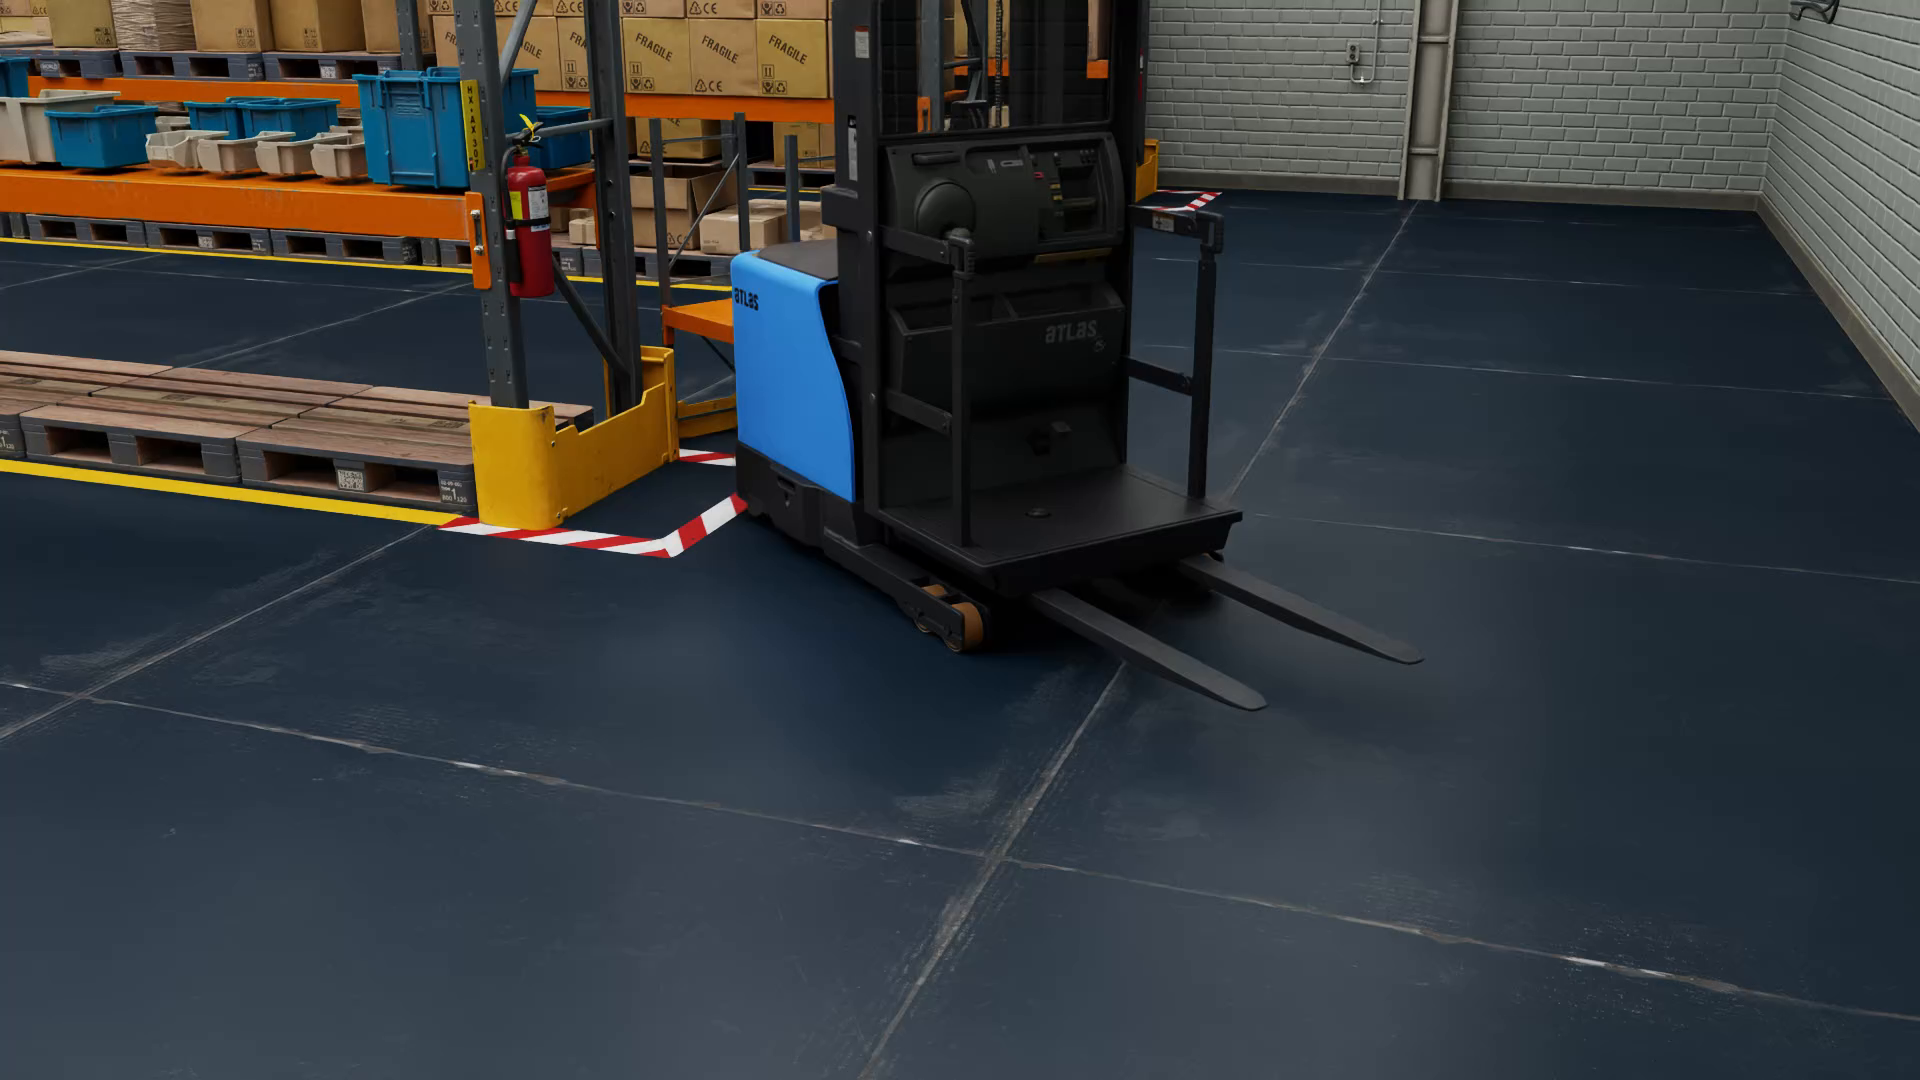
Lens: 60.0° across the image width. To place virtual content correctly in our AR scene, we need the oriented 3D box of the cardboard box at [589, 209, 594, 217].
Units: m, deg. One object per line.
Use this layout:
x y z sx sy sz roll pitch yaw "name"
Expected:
-2.466 -2.502 12.613 0.500 0.311 0.500 7 20 18 "cardboard box"

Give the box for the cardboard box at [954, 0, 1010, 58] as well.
0.419 -4.995 15.894 0.700 0.700 0.980 6 20 18 "cardboard box"

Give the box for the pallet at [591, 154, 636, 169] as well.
-4.094 -4.033 17.826 1.213 0.211 1.003 7 20 18 "pallet"

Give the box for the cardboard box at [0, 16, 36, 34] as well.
-10.756 -5.975 19.357 0.500 0.250 0.500 7 20 18 "cardboard box"

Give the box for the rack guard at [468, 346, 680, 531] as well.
-1.630 -0.467 7.158 0.348 0.500 1.175 7 20 18 "rack guard"

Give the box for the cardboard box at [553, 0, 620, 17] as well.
-2.480 -3.888 11.502 0.500 0.500 0.500 6 20 16 "cardboard box"

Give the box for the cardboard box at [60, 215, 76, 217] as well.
-7.248 -2.940 13.582 0.500 0.500 0.500 7 21 20 "cardboard box"

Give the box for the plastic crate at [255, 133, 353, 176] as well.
-2.755 -1.618 6.970 0.243 0.136 0.396 7 20 18 "plastic crate"

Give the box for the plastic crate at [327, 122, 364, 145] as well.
-2.698 -1.813 7.529 0.298 0.136 0.250 7 20 18 "plastic crate"

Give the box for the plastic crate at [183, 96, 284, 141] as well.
-3.309 -1.899 7.631 0.300 0.233 0.416 7 20 18 "plastic crate"

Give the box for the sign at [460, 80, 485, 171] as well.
-1.822 -1.551 6.220 0.005 0.325 0.100 7 20 18 "sign"

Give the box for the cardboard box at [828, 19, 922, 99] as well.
-0.540 -3.197 11.039 0.500 0.500 0.500 7 20 20 "cardboard box"

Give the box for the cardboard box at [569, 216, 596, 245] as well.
-2.660 -2.285 12.211 0.250 0.166 0.380 7 20 18 "cardboard box"

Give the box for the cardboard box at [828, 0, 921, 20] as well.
-0.538 -3.668 10.871 0.500 0.500 0.500 6 20 18 "cardboard box"

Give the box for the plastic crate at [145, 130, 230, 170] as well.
-3.312 -1.666 7.109 0.250 0.136 0.298 7 20 18 "plastic crate"

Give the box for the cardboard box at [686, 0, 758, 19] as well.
-1.507 -3.777 11.183 0.500 0.500 0.500 7 20 20 "cardboard box"

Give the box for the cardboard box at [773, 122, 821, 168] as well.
-1.511 -4.064 16.838 0.500 0.500 0.700 7 20 19 "cardboard box"

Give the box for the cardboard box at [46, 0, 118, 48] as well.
-6.953 -4.263 13.458 0.500 0.500 0.700 0 19 0 "cardboard box"

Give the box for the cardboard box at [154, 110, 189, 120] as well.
-6.569 -3.399 13.760 0.500 0.250 0.500 7 21 20 "cardboard box"

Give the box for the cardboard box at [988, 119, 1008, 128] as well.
0.428 -3.843 16.204 0.500 0.500 0.700 6 20 18 "cardboard box"

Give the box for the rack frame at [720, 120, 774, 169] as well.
-2.184 -5.159 16.819 0.127 3.000 1.000 7 20 18 "rack frame"

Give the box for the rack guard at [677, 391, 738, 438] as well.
-1.180 -0.629 8.001 0.587 0.250 0.087 -16 25 -39 "rack guard"

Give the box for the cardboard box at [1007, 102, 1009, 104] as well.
0.605 -4.199 16.238 0.250 0.149 0.380 7 20 18 "cardboard box"

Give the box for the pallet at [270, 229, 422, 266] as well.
-4.587 -2.377 13.076 1.213 0.211 1.003 7 20 18 "pallet"

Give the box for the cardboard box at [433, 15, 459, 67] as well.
-3.414 -3.526 11.982 0.500 0.500 0.500 7 20 19 "cardboard box"

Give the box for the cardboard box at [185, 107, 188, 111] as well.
-8.535 -4.936 19.308 0.500 0.500 0.700 6 20 17 "cardboard box"

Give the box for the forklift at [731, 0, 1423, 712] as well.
0.282 -1.187 5.529 1.130 2.935 3.031 -12 22 -30 "forklift"

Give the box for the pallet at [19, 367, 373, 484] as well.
-3.571 -0.563 7.871 1.213 0.211 1.003 7 20 18 "pallet"

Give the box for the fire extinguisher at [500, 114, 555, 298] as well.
-1.663 -1.276 6.364 0.183 0.674 0.296 7 20 18 "fire extinguisher"

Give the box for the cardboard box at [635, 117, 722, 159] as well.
-2.841 -4.372 17.189 0.750 0.750 0.750 7 20 19 "cardboard box"

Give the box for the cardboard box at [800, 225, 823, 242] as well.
-0.975 -2.110 11.708 0.250 0.166 0.380 7 20 18 "cardboard box"

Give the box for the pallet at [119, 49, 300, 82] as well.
-5.746 -3.751 13.072 1.213 0.211 1.003 7 20 18 "pallet"

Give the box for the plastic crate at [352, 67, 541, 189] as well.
-2.034 -1.670 6.664 0.499 0.435 0.616 7 20 18 "plastic crate"

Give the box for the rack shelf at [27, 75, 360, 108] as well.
-5.695 -3.495 13.137 4.000 0.370 1.077 7 20 18 "rack shelf"

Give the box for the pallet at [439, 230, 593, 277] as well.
-3.158 -2.227 12.644 1.213 0.211 1.003 7 20 18 "pallet"

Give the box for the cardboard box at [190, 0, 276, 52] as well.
-5.495 -4.035 12.806 0.500 0.500 0.700 1 19 4 "cardboard box"

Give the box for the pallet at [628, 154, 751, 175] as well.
-2.937 -3.902 17.450 1.213 0.211 1.003 7 20 18 "pallet"

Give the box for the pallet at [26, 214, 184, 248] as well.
-6.892 -2.641 13.832 1.213 0.211 1.003 7 20 18 "pallet"

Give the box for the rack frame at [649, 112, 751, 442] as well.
-1.193 -1.224 7.809 0.500 1.500 0.032 -16 25 -39 "rack frame"

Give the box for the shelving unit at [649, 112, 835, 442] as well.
-0.847 -1.097 7.446 0.587 1.500 1.083 -16 25 -39 "shelving unit"

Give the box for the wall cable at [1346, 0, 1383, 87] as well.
3.115 -5.362 15.859 1.851 1.984 0.084 7 20 18 "wall cable"

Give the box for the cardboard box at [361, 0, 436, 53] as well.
-4.180 -3.984 12.660 0.500 0.500 0.700 0 19 0 "cardboard box"

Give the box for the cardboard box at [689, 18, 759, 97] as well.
-1.501 -3.308 11.356 0.500 0.500 0.500 7 20 18 "cardboard box"

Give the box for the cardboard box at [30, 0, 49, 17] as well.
-10.289 -6.271 19.066 0.500 0.500 0.500 6 20 18 "cardboard box"

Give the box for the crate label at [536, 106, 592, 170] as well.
-1.782 -1.725 7.130 0.303 0.233 0.416 7 20 18 "crate label"

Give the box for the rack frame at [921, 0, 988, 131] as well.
-0.027 -3.186 11.159 0.127 3.000 1.000 7 20 18 "rack frame"

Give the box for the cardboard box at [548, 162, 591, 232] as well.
-3.175 -2.672 12.814 0.500 0.500 0.500 7 20 18 "cardboard box"

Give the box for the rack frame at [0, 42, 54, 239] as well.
-7.584 -4.050 13.638 0.127 3.000 1.000 7 20 18 "rack frame"

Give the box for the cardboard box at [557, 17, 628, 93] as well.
-2.457 -3.417 11.669 0.500 0.500 0.500 6 20 18 "cardboard box"

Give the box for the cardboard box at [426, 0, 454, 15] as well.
-3.453 -3.999 11.821 0.500 0.500 0.500 7 20 19 "cardboard box"

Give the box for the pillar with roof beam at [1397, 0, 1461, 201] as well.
3.016 -6.198 10.687 0.400 9.000 9.100 7 20 18 "pillar with roof beam"

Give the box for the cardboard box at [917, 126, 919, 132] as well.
-0.554 -3.953 16.518 0.500 0.500 0.700 7 20 19 "cardboard box"

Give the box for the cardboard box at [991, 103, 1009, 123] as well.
0.478 -4.080 15.898 0.250 0.149 0.380 7 20 20 "cardboard box"

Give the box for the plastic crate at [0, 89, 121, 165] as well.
-4.053 -1.829 7.354 0.530 0.282 0.437 7 20 18 "plastic crate"

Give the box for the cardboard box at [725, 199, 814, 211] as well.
-1.393 -2.350 12.271 0.500 0.250 0.500 7 20 18 "cardboard box"
